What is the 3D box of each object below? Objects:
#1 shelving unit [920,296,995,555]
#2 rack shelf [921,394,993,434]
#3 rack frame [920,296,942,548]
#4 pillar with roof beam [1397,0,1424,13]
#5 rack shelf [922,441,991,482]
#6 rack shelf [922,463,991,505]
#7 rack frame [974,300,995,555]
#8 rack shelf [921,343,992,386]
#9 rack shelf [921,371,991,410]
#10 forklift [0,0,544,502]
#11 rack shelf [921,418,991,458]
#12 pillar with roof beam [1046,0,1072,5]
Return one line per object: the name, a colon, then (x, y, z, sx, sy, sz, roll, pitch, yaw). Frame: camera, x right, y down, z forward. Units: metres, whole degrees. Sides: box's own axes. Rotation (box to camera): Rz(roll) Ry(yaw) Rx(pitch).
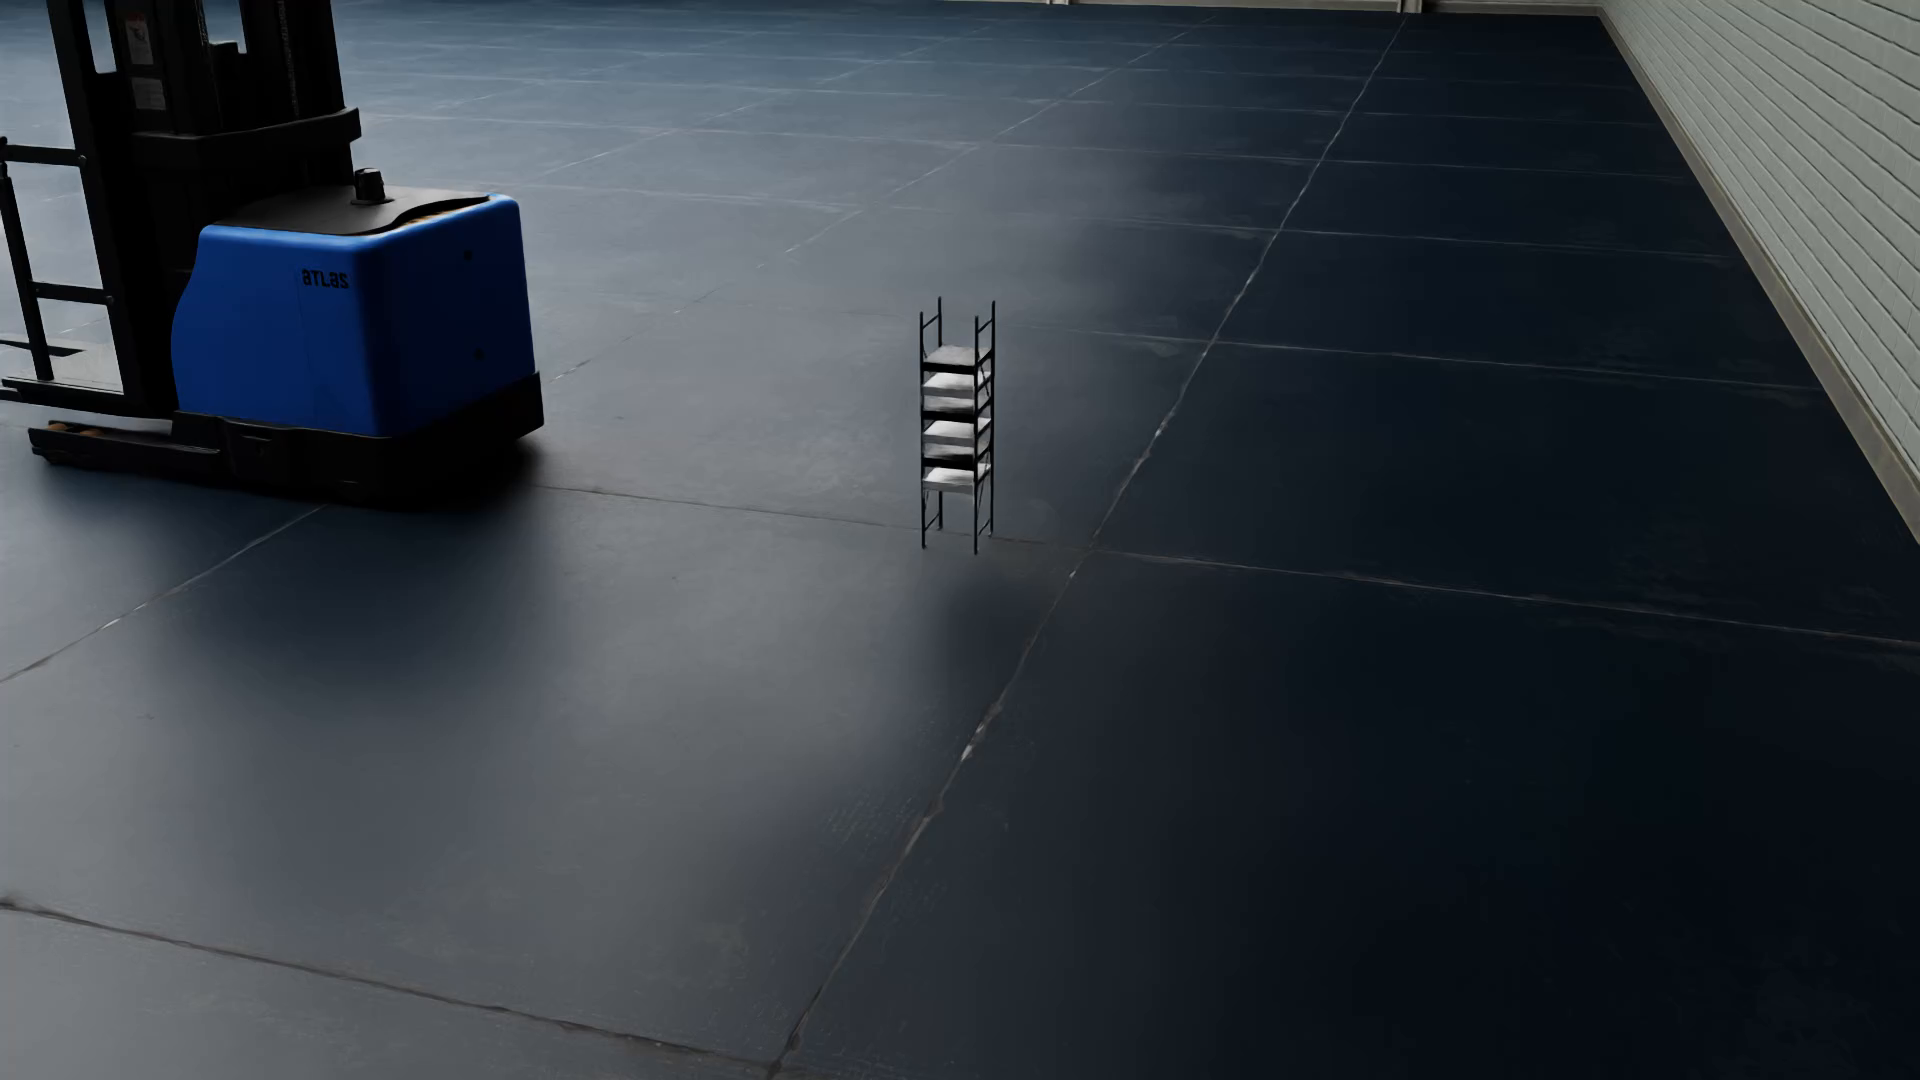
shelving unit: (-0.008, -0.417, 6.101, 0.210, 0.900, 0.258, 7, 23, 16)
rack shelf: (-0.008, -0.470, 6.080, 0.200, 0.077, 0.258, 7, 23, 16)
rack frame: (-0.105, -0.428, 6.129, 0.006, 0.900, 0.240, 7, 23, 16)
pillar with roof beam: (6.255, -11.401, 22.208, 0.400, 9.000, 9.100, 7, 23, 16)
rack shelf: (-0.008, -0.303, 6.148, 0.200, 0.077, 0.258, 7, 23, 16)
rack shelf: (-0.008, -0.220, 6.182, 0.200, 0.077, 0.258, 7, 23, 16)
rack frame: (0.090, -0.406, 6.074, 0.006, 0.900, 0.240, 7, 23, 16)
rack shelf: (-0.008, -0.636, 6.012, 0.200, 0.077, 0.258, 7, 23, 16)
rack shelf: (-0.008, -0.553, 6.046, 0.200, 0.077, 0.258, 7, 23, 16)
forklift: (-3.404, -1.835, 6.882, 3.031, 2.935, 1.130, 8, 24, 19)
rack shelf: (-0.008, -0.386, 6.114, 0.200, 0.077, 0.258, 7, 23, 16)
pillar with roof beam: (0.511, -12.059, 23.811, 0.400, 9.000, 9.100, 7, 23, 16)
